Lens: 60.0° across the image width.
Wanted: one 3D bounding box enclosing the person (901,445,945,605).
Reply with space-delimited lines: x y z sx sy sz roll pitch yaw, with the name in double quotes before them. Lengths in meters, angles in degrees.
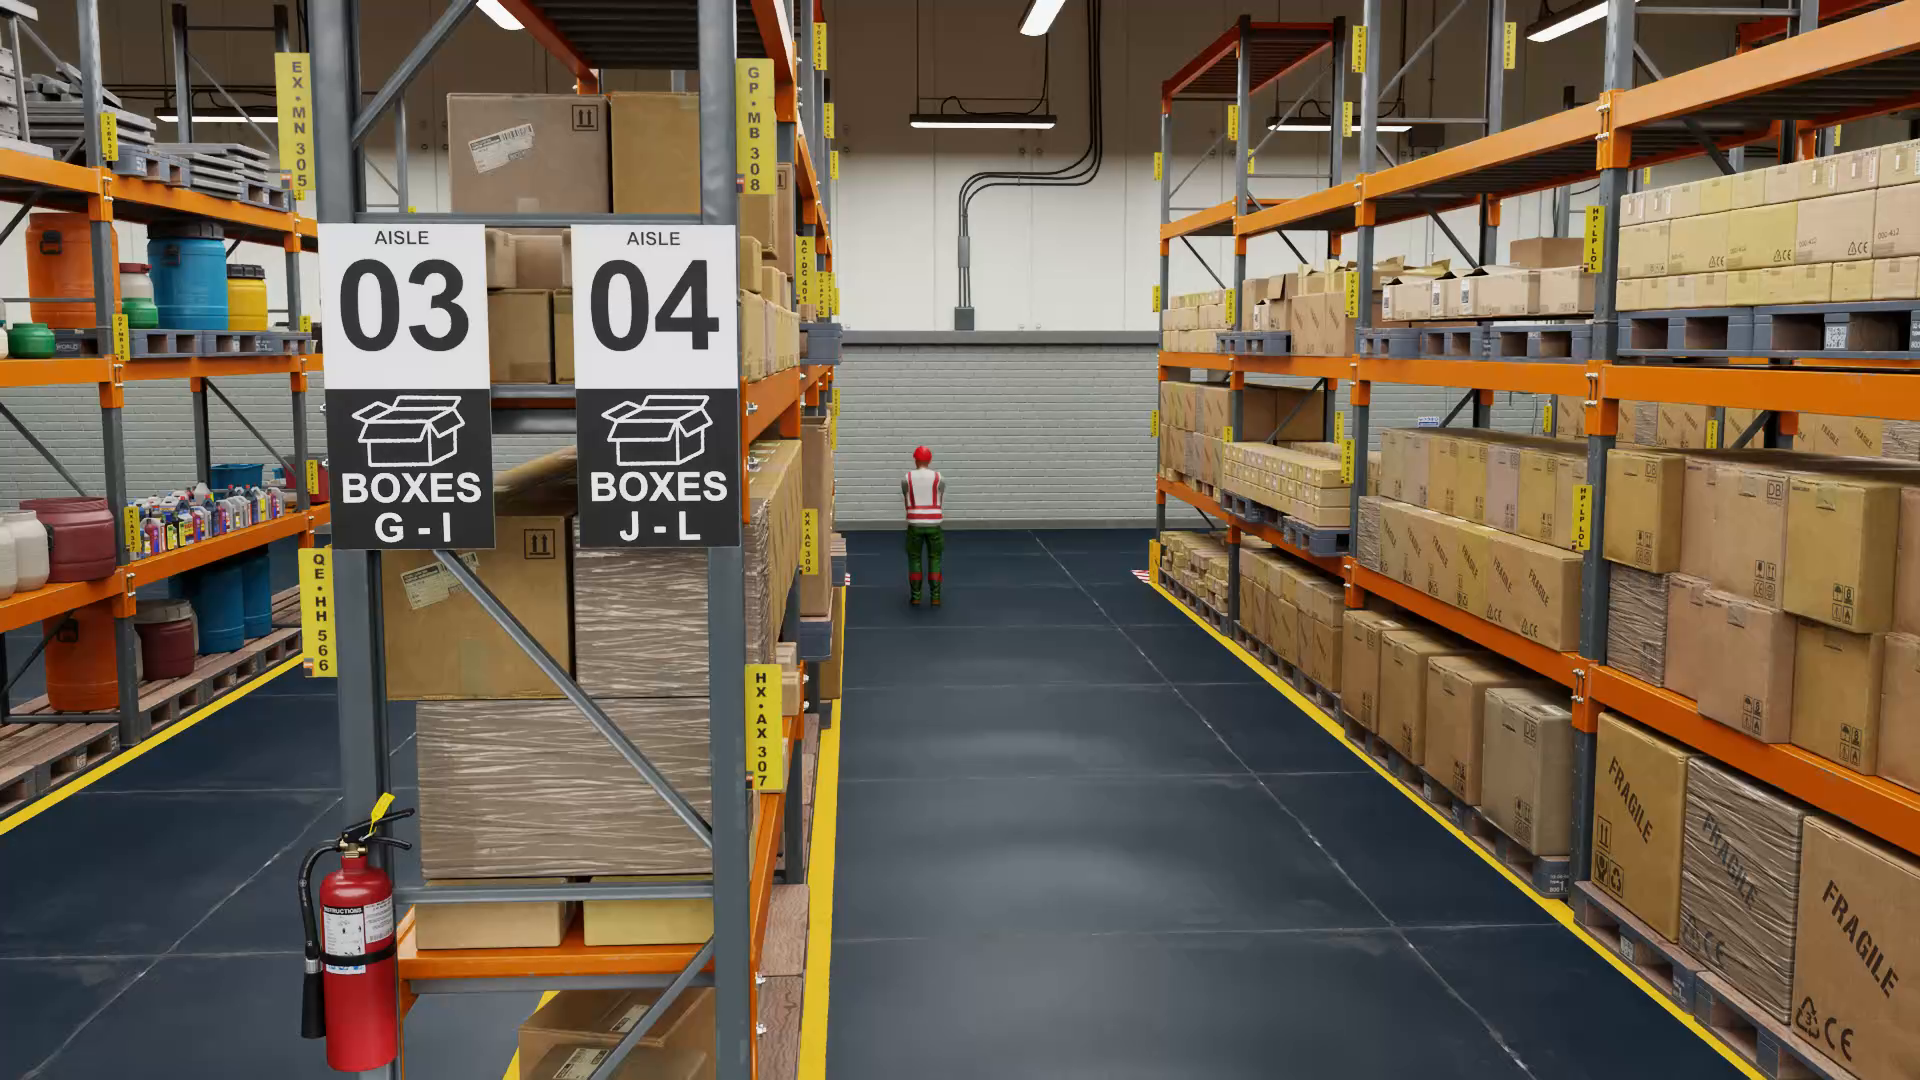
"person" -3.353 0.493 12.978 7.108 1.786 11.611 0 7 -4
